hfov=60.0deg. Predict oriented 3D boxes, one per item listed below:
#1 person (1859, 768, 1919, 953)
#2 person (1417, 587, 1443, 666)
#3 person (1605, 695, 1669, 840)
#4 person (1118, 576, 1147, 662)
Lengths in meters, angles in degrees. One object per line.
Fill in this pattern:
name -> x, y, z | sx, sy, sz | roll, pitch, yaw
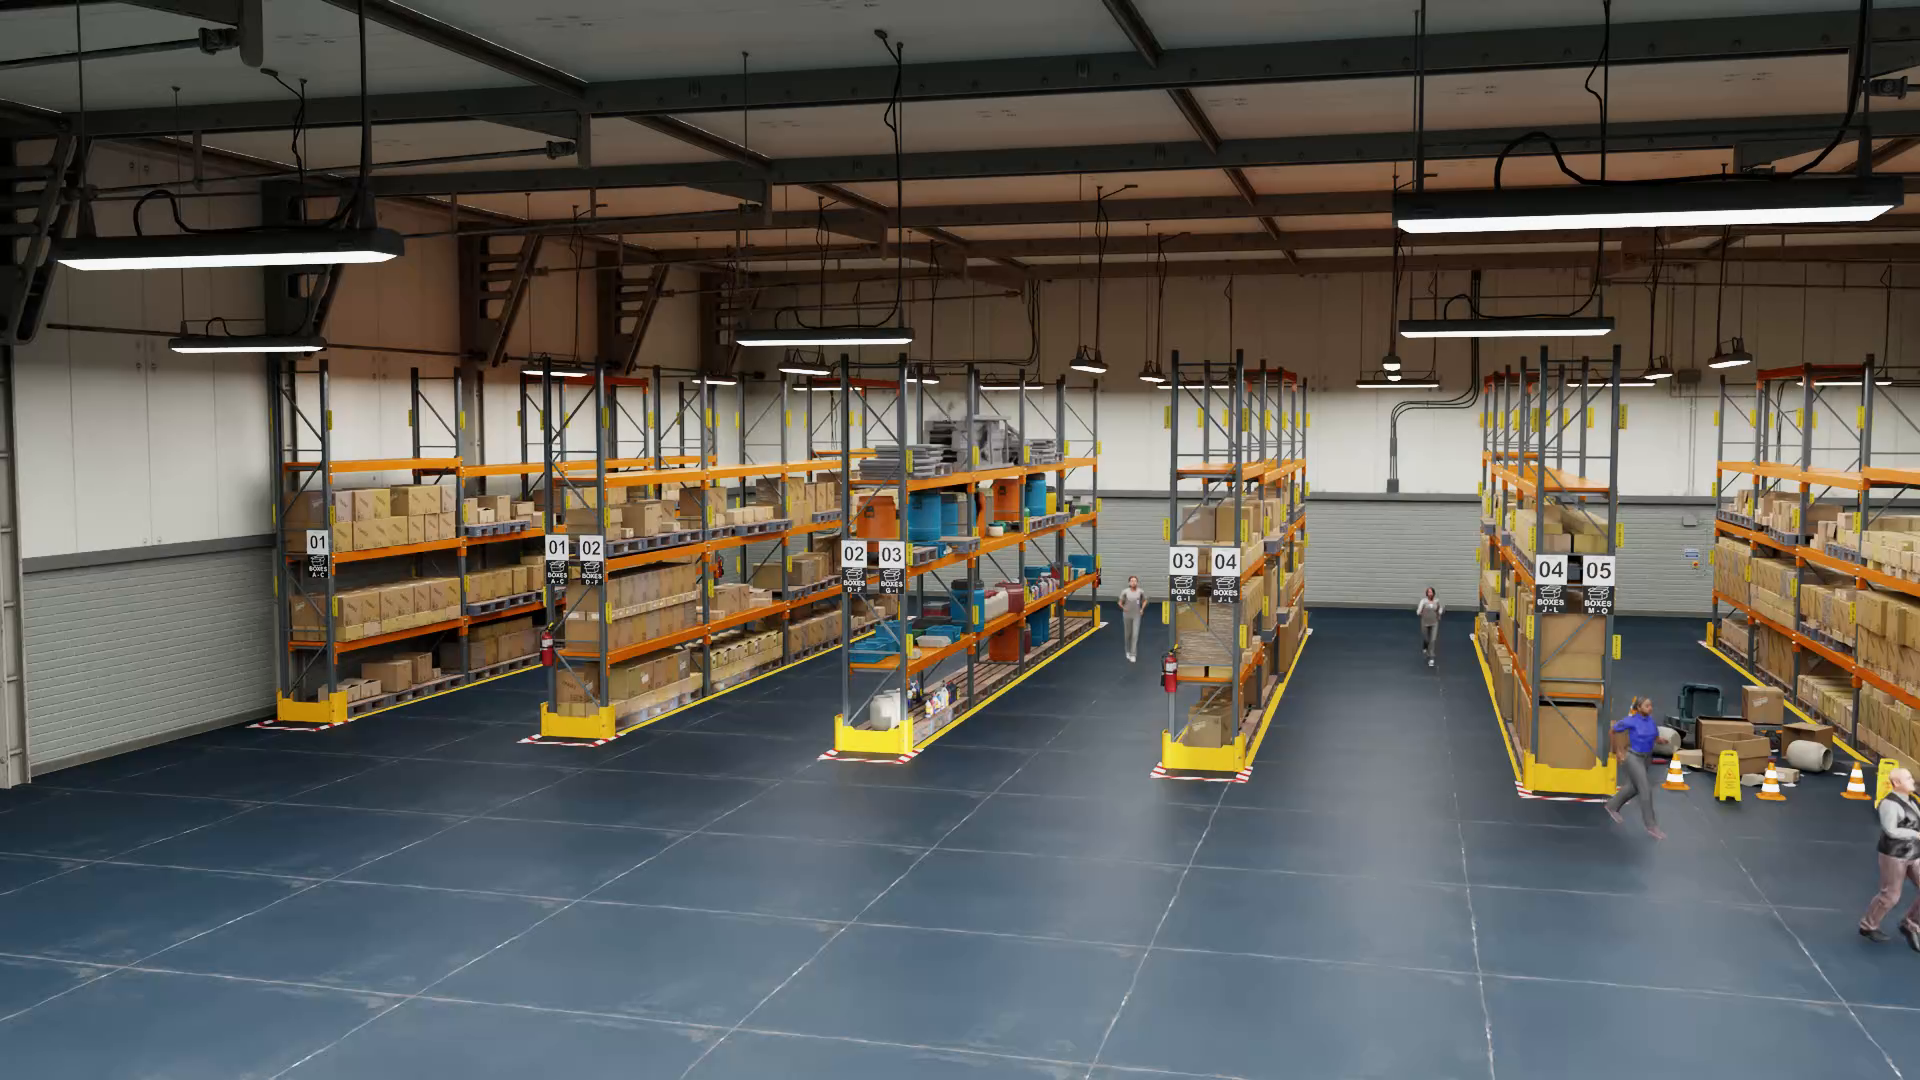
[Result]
person -> 8.902, 3.021, 15.692 | 0.625, 1.755, 0.721 | -2, 5, -29
person -> 9.623, 1.752, 34.052 | 0.537, 1.587, 0.860 | 1, 4, 8
person -> 8.200, 2.707, 20.133 | 0.559, 1.679, 0.889 | -3, 5, -33
person -> 3.393, 1.528, 32.631 | 0.581, 1.669, 0.784 | 0, 4, 2
